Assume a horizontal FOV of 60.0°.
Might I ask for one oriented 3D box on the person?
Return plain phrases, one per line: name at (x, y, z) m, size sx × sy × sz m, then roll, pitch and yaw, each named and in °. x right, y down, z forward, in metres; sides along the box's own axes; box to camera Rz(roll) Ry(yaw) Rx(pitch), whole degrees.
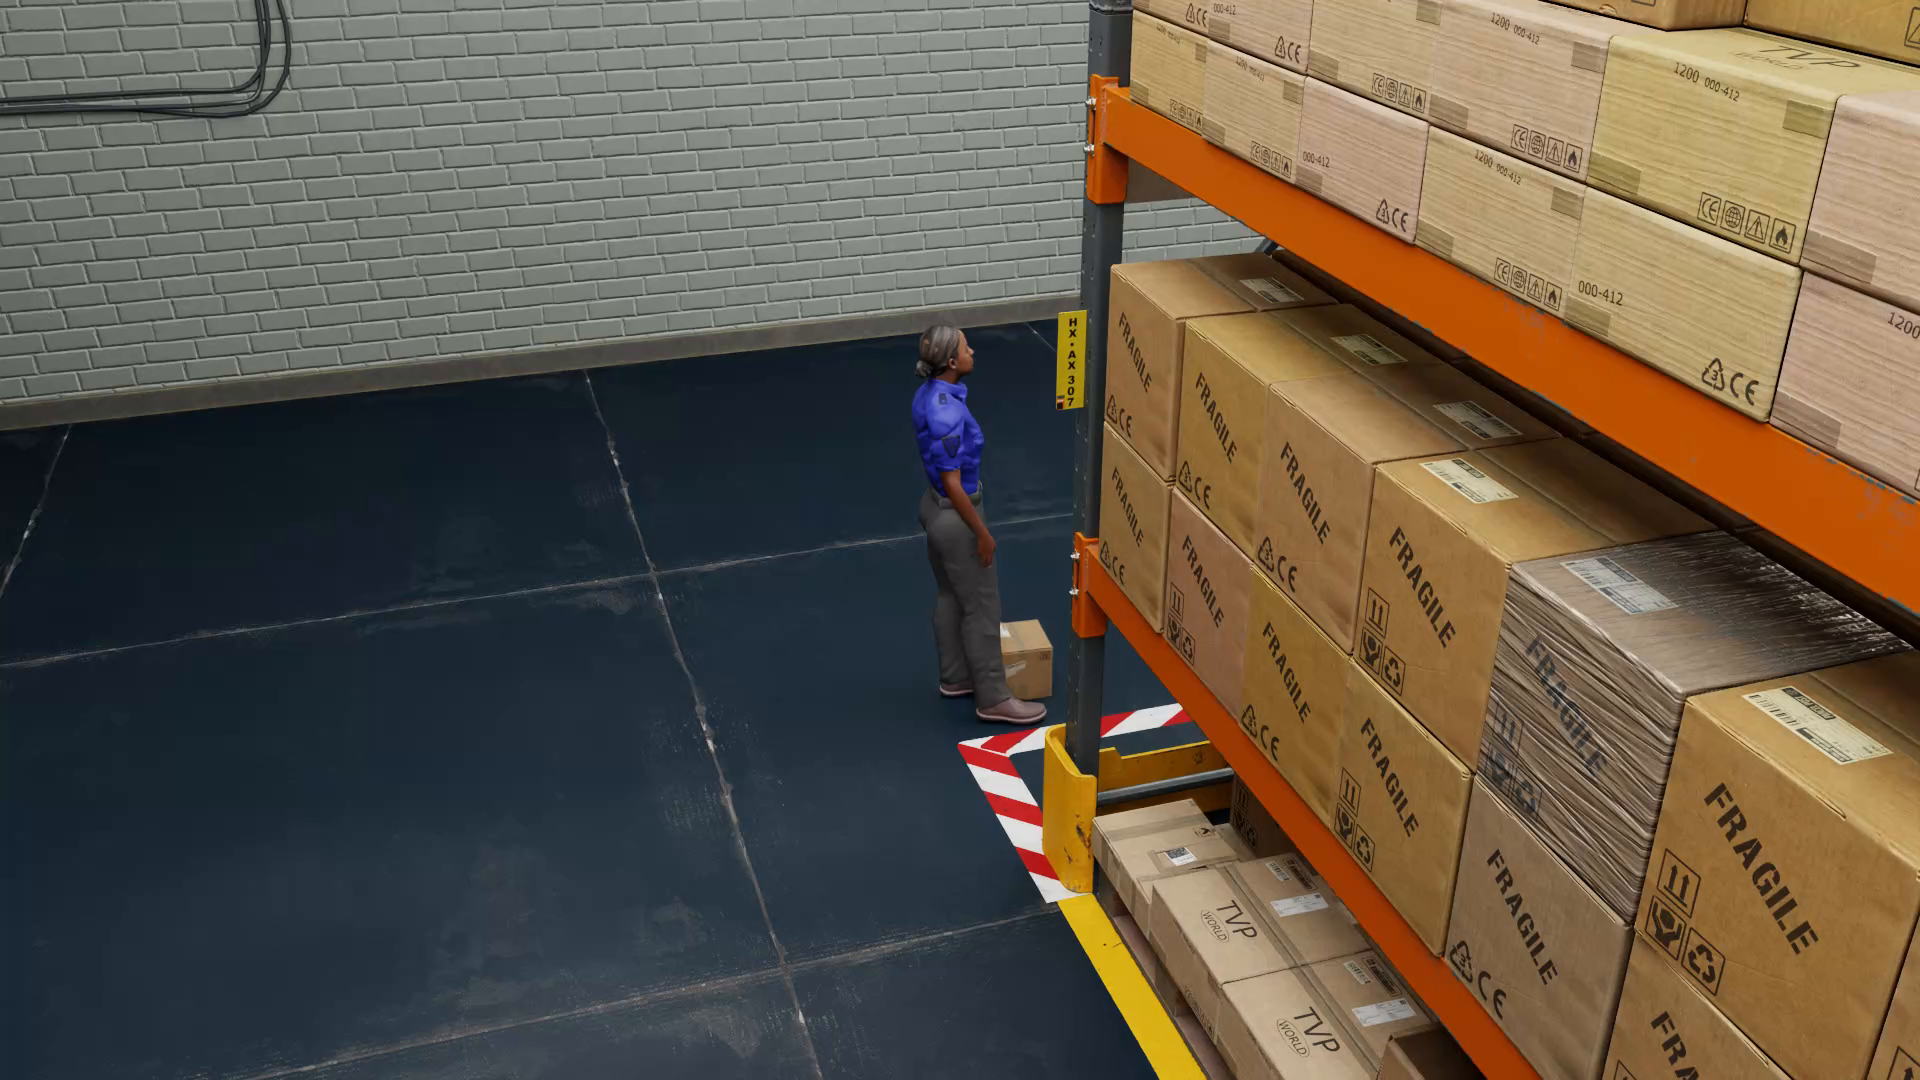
person at (0.068, -0.079, 6.760) m, size 0.504 × 1.654 × 0.567 m, roll -6°, pitch 27°, yaw -11°
